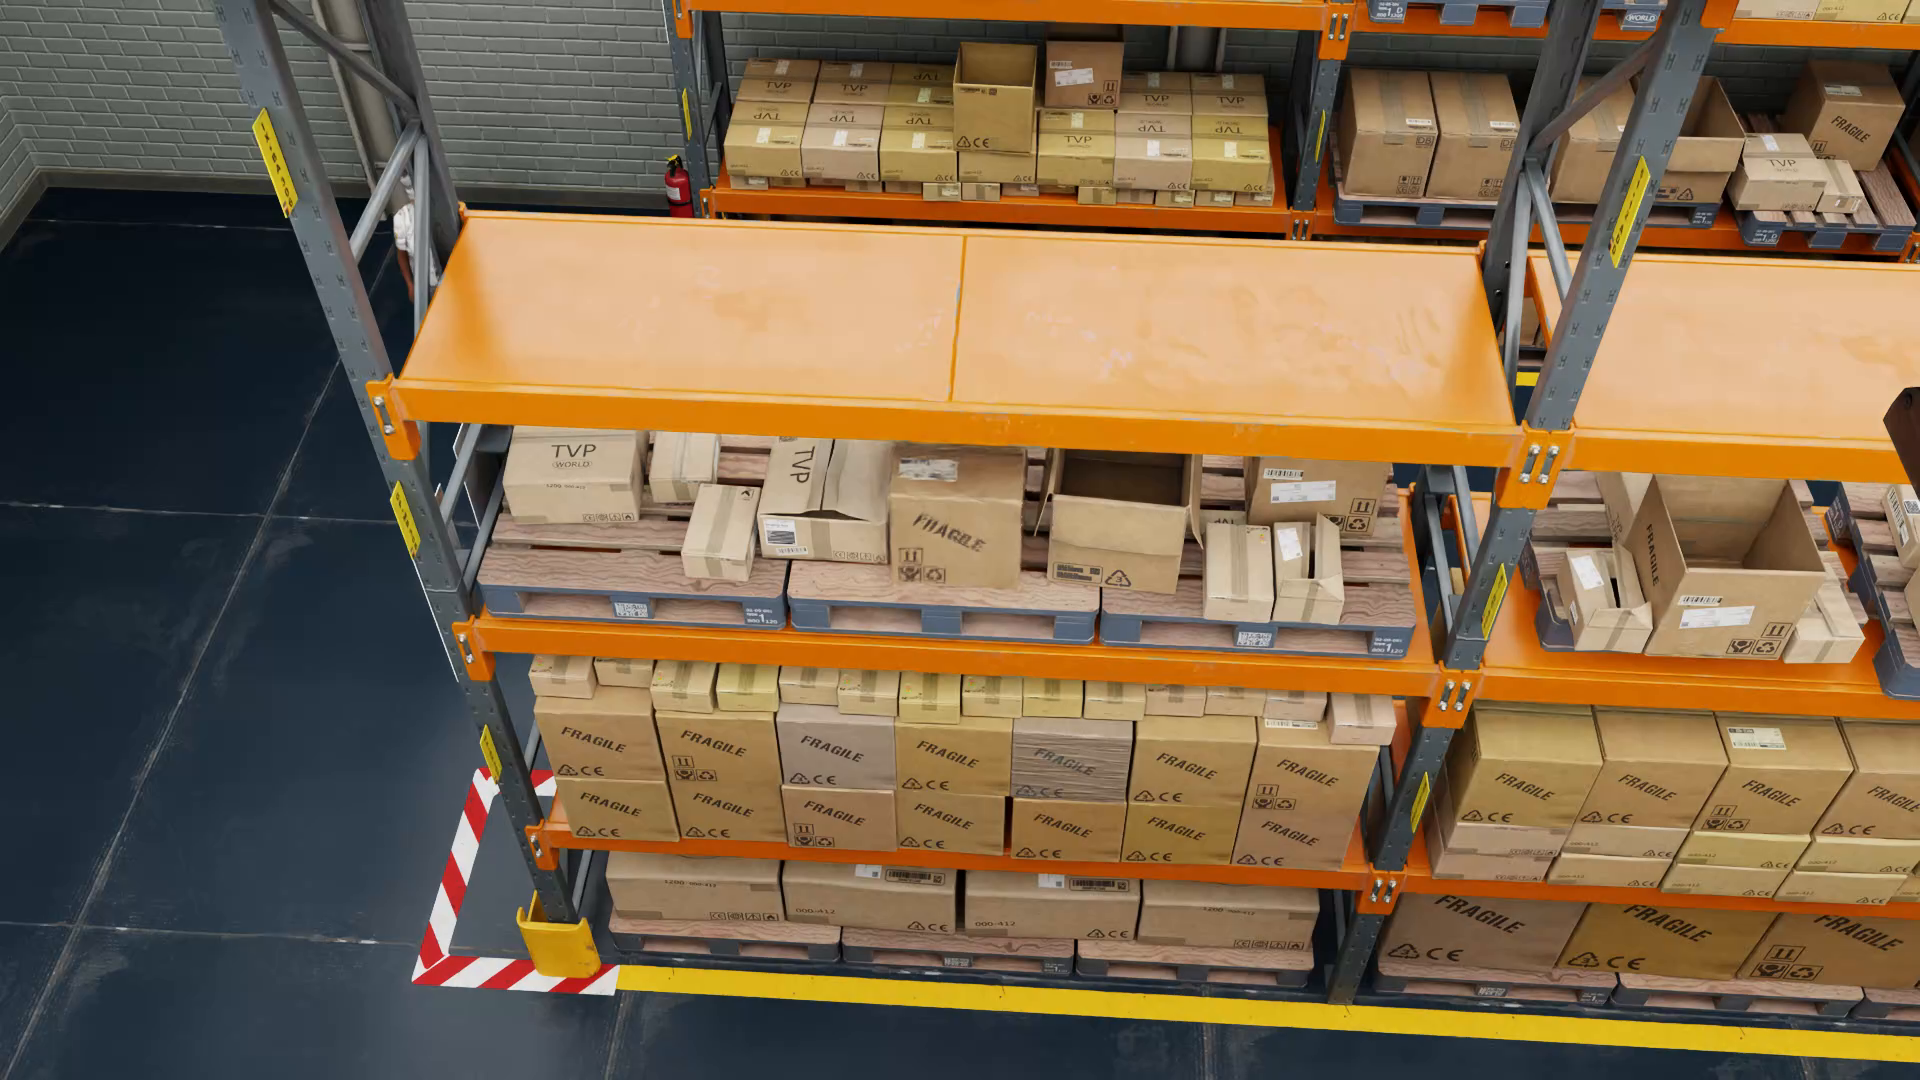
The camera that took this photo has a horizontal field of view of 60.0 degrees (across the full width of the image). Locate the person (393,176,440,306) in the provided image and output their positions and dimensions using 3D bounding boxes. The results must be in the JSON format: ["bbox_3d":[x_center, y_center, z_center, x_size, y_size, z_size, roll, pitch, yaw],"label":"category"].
[{"bbox_3d":[-3.514,-1.839,11.275,0.461,1.650,0.923,-2,48,-2],"label":"person"}]

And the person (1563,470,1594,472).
[{"bbox_3d":[3.692,-0.305,9.938,0.687,1.683,0.458,-7,48,-6],"label":"person"}]
